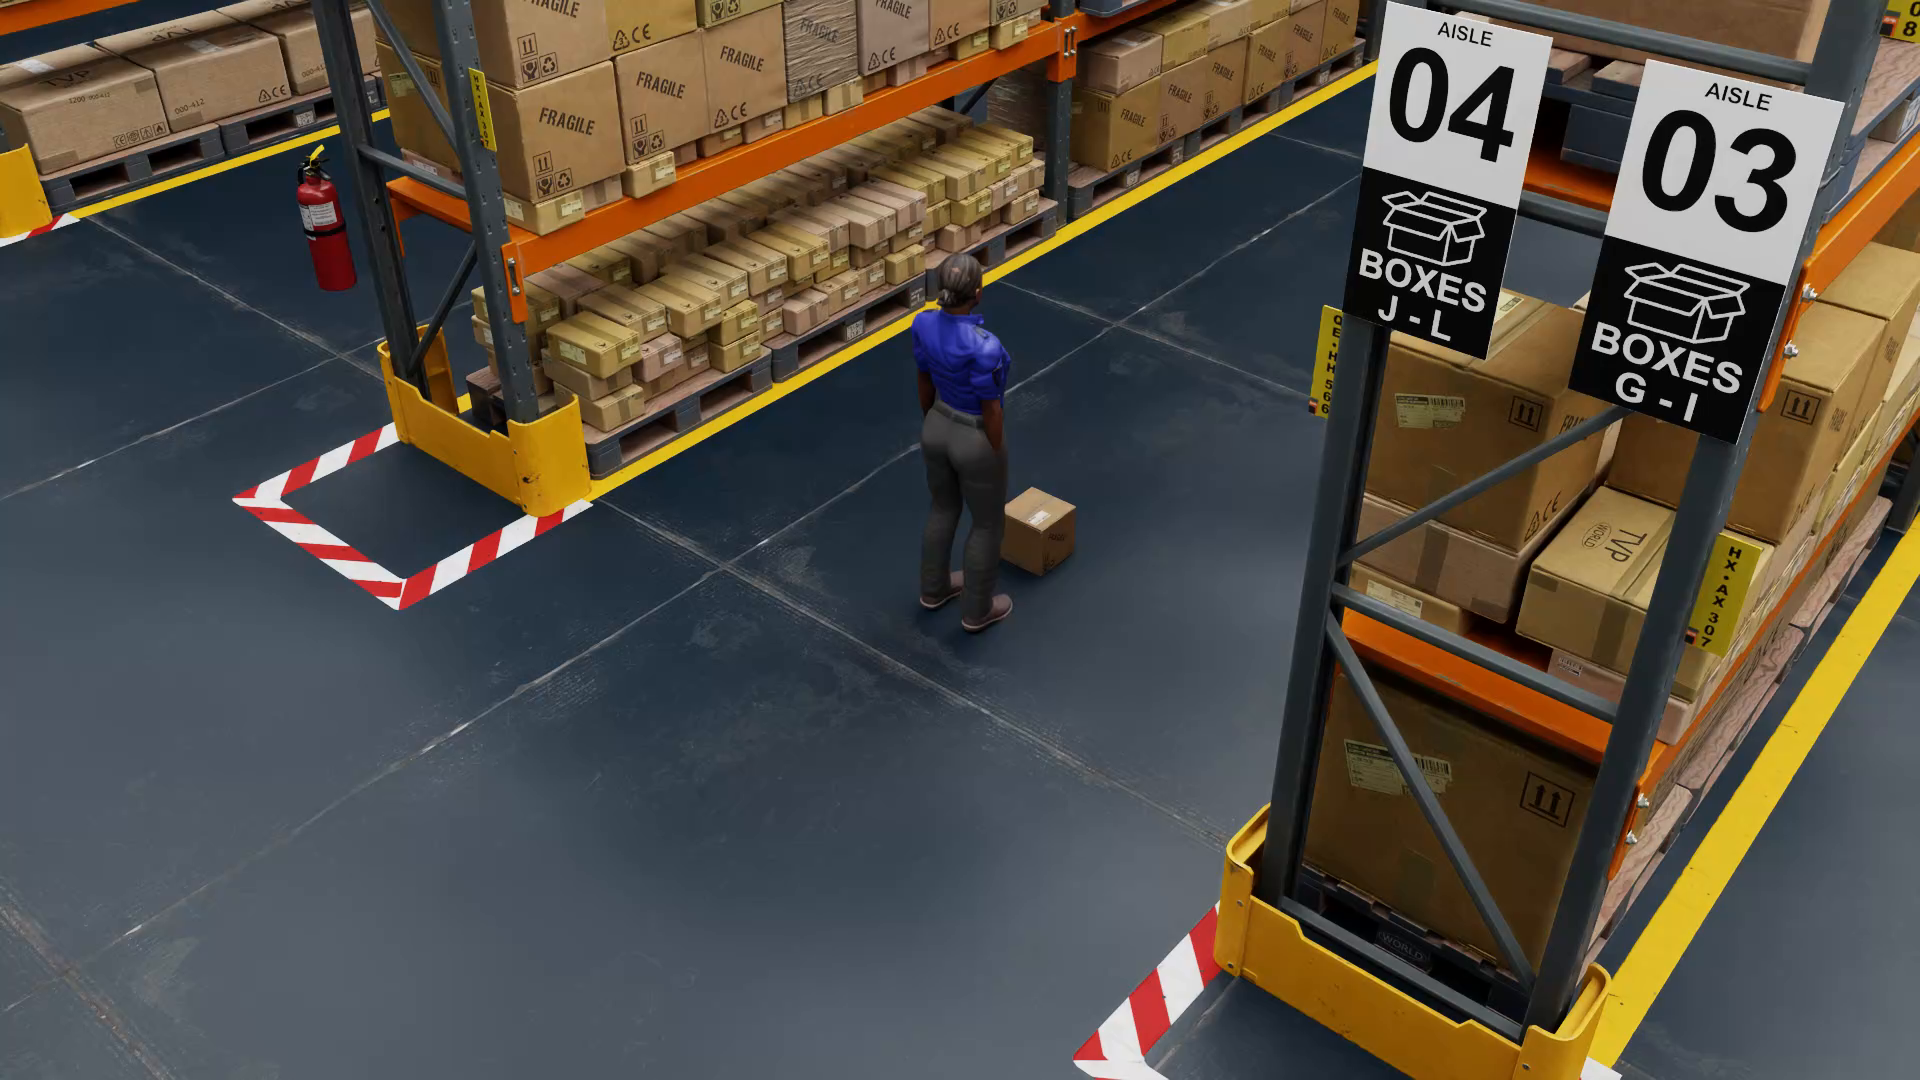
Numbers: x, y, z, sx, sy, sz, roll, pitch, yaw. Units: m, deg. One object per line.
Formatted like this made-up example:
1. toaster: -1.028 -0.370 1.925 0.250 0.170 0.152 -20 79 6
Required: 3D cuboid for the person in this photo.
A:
1. person: 0.008 -0.397 6.722 0.437 1.663 0.299 27 43 33
